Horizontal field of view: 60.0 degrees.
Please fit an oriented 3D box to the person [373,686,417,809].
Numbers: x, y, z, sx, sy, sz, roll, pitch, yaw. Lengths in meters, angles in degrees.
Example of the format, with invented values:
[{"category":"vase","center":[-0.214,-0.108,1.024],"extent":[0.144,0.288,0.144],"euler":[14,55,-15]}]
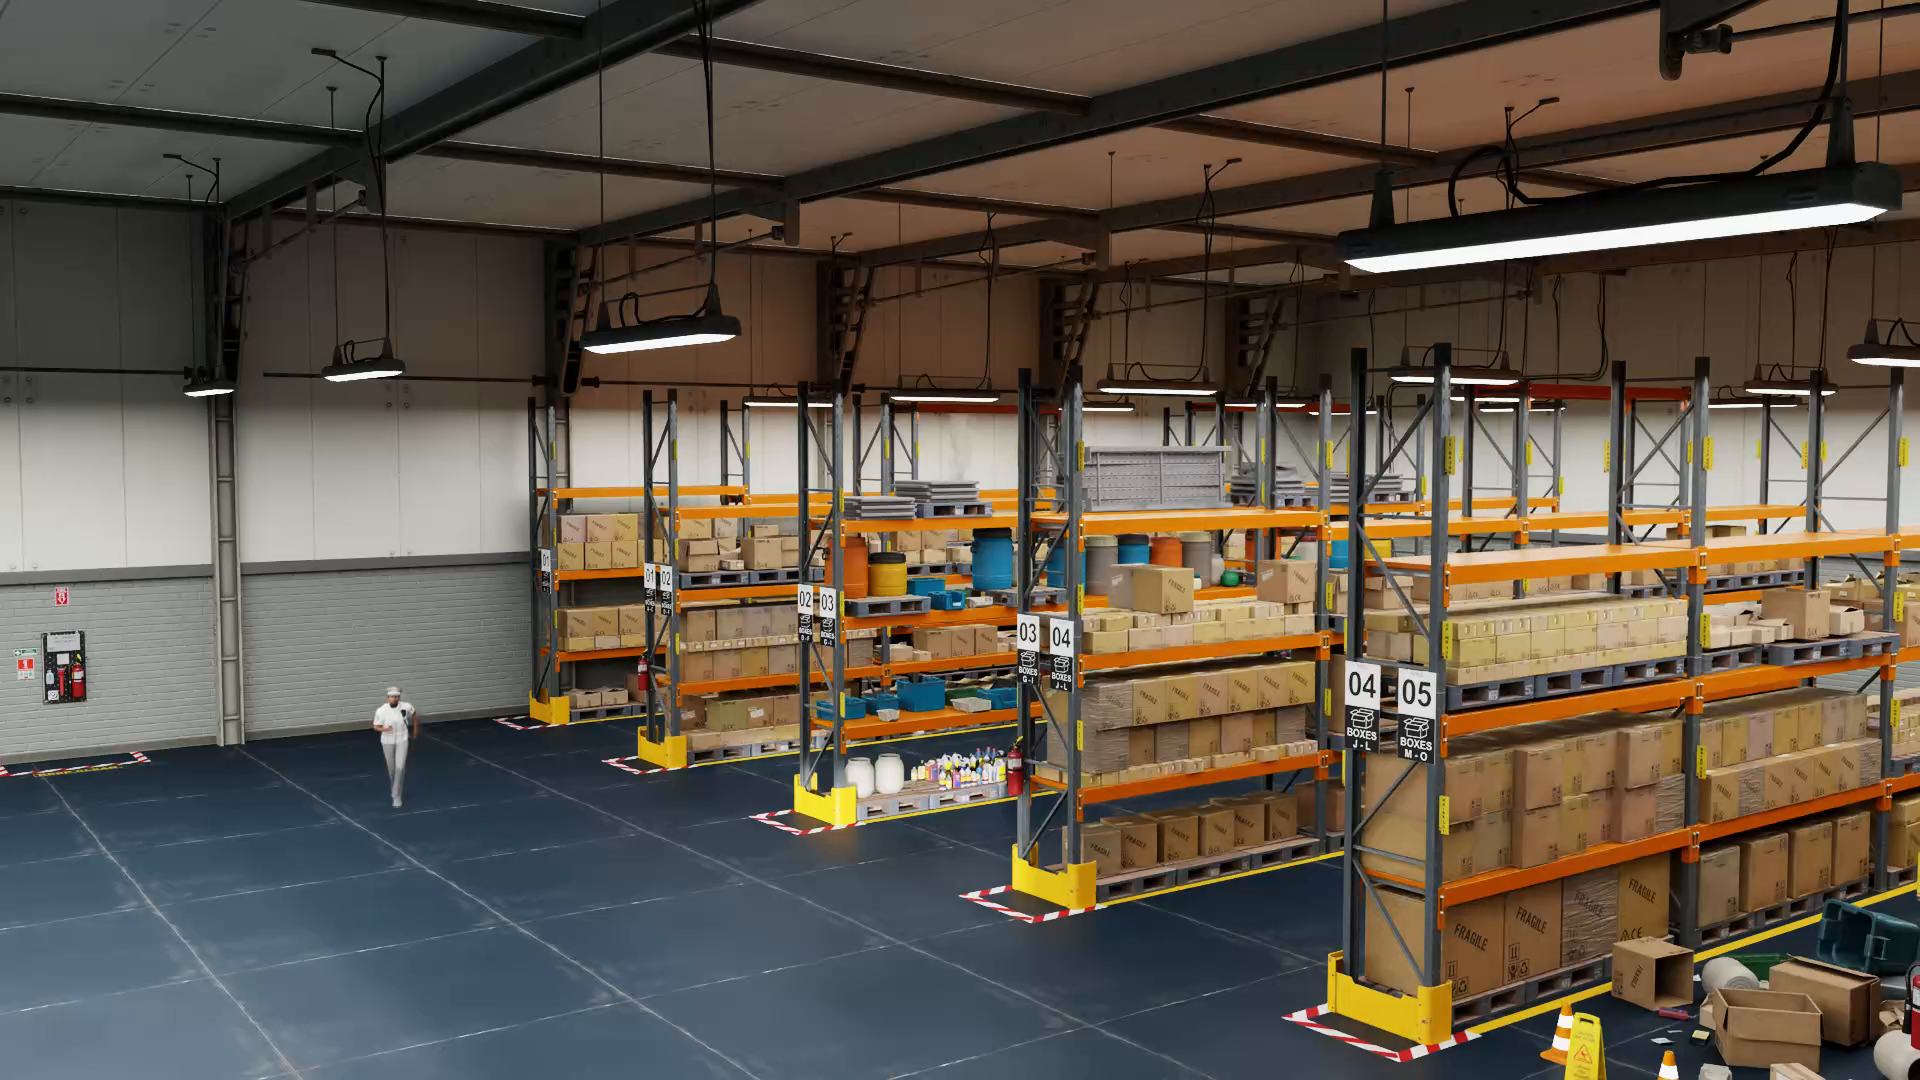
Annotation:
[{"category":"person","center":[-8.074,2.933,23.790],"extent":[0.599,1.723,0.847],"euler":[-1,4,-19]}]
